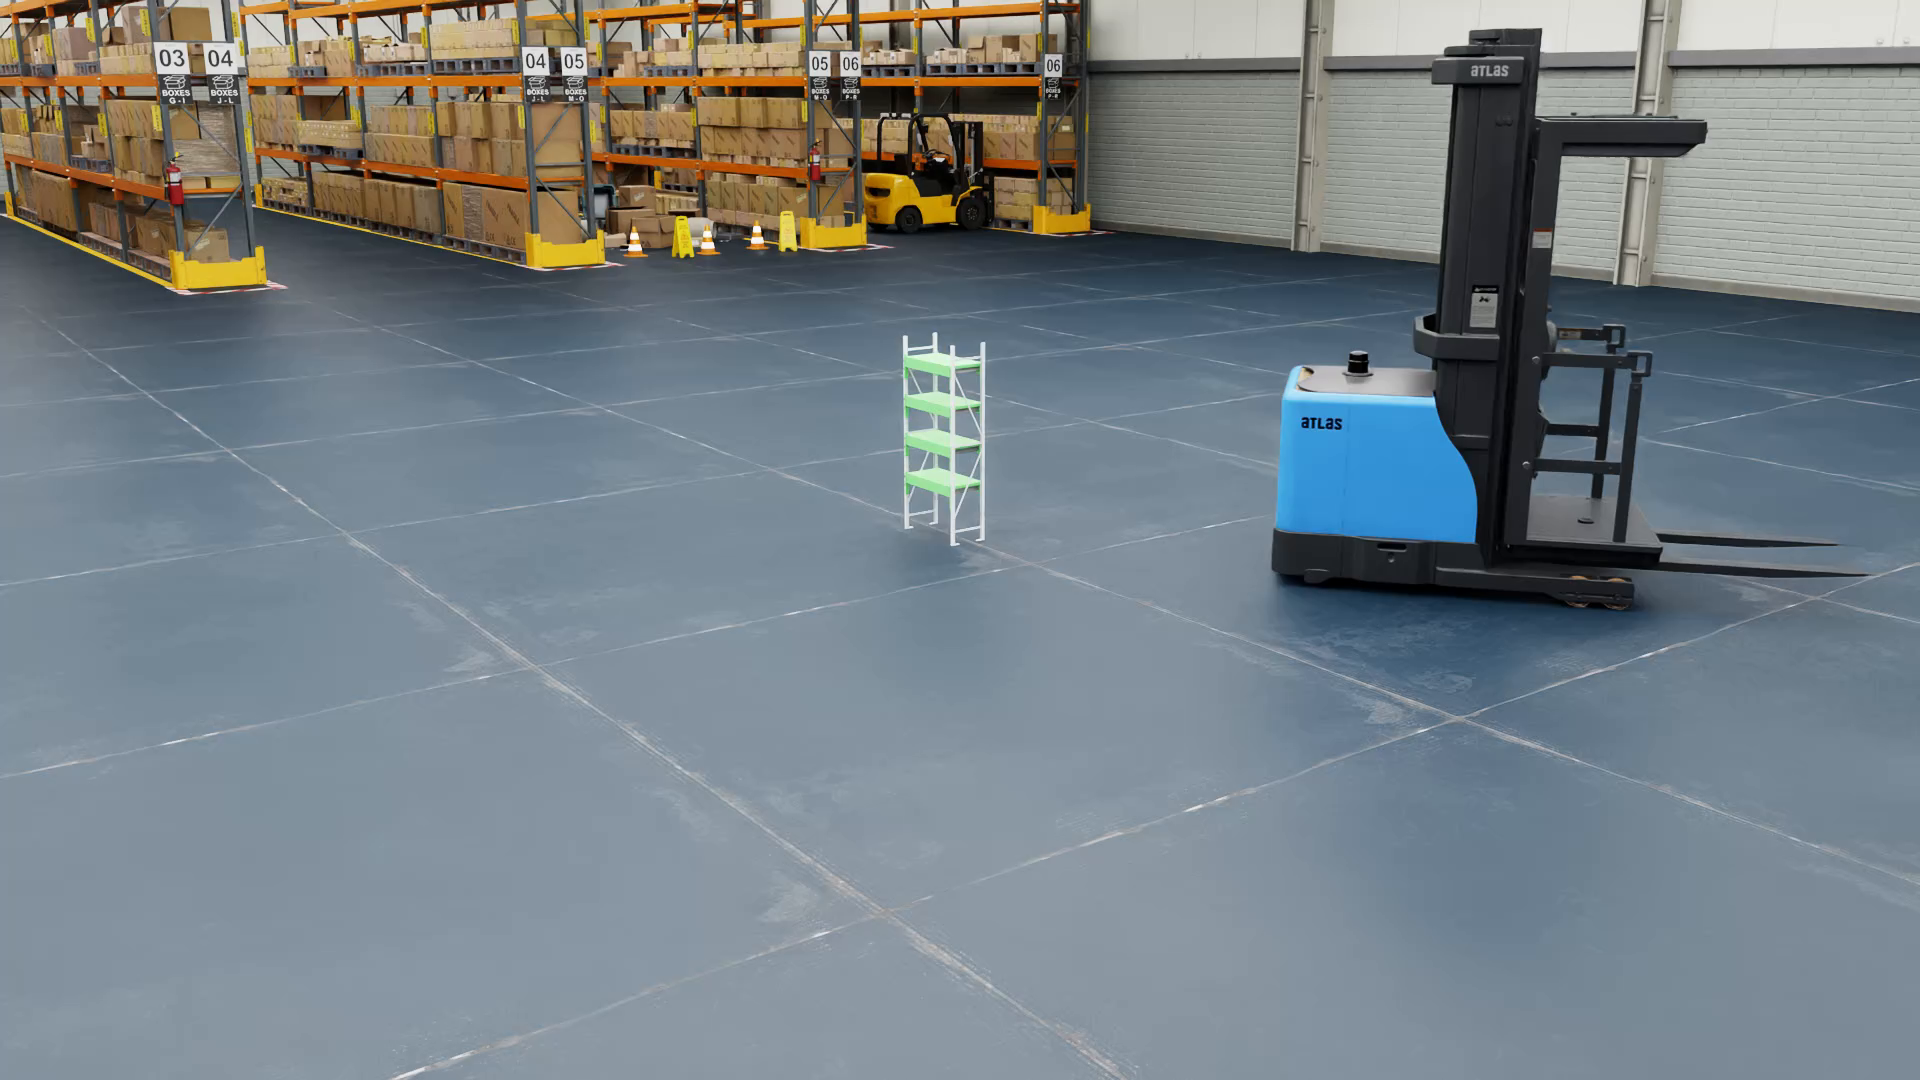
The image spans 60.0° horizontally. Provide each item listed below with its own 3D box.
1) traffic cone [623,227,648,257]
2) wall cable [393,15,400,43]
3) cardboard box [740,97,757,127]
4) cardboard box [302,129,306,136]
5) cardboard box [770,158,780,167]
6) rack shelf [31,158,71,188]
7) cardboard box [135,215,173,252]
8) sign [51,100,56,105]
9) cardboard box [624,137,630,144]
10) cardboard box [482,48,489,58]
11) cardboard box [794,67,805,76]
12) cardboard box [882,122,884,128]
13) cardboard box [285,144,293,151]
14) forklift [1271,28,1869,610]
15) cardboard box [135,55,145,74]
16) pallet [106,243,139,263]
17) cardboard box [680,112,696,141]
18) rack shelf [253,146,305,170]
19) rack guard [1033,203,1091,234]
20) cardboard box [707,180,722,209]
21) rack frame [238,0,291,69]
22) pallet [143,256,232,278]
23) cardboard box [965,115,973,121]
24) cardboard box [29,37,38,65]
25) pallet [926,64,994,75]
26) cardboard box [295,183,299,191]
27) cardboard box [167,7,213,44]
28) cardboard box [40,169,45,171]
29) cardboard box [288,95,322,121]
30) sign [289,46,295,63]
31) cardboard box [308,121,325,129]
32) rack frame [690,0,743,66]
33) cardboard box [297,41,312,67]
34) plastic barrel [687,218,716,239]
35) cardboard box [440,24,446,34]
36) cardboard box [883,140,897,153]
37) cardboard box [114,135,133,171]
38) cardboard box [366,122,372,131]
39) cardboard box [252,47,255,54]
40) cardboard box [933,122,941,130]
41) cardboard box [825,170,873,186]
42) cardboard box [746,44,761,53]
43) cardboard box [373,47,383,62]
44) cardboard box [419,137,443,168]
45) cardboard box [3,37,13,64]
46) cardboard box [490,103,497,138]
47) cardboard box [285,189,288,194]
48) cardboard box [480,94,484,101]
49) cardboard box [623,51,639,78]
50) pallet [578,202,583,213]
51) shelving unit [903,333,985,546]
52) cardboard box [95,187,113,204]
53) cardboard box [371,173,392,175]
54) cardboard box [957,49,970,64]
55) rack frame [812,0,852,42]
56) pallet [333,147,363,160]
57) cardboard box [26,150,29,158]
[{"bbox_3d":[-5.222,-4.793,26.713,0.336,0.463,0.334,-11,19,-35],"label":"traffic cone"},{"bbox_3d":[-15.094,-13.954,44.013,0.463,3.000,0.029,-11,19,-35],"label":"wall cable"},{"bbox_3d":[-3.446,-7.552,29.341,0.700,0.500,0.500,-11,19,-35],"label":"cardboard box"},{"bbox_3d":[-13.100,-8.260,33.689,0.380,0.149,0.250,-11,19,-36],"label":"cardboard box"},{"bbox_3d":[-3.055,-6.544,28.778,0.380,0.149,0.250,-10,18,-34],"label":"cardboard box"},{"bbox_3d":[-16.010,-6.723,30.321,1.077,0.370,4.000,-11,19,-35],"label":"rack shelf"},{"bbox_3d":[-12.279,-4.694,25.484,0.500,0.500,0.500,-12,19,-36],"label":"cardboard box"},{"bbox_3d":[-19.090,-9.105,35.020,0.100,0.325,0.005,-11,19,-35],"label":"sign"},{"bbox_3d":[-6.514,-8.033,33.425,0.380,0.149,0.250,-12,20,-38],"label":"cardboard box"},{"bbox_3d":[-7.127,-7.495,25.588,0.380,0.149,0.250,-11,19,-35],"label":"cardboard box"},{"bbox_3d":[-2.550,-7.831,27.801,0.380,0.149,0.250,-11,19,-34],"label":"cardboard box"},{"bbox_3d":[-1.466,-8.712,34.806,0.380,0.149,0.250,-11,19,-36],"label":"cardboard box"},{"bbox_3d":[-14.135,-8.366,35.435,0.380,0.149,0.250,-12,19,-37],"label":"cardboard box"},{"bbox_3d":[3.299,-1.200,8.909,3.031,2.935,1.130,4,16,13],"label":"forklift"},{"bbox_3d":[-10.915,-6.479,22.668,0.500,0.250,0.500,-11,19,-34],"label":"cardboard box"},{"bbox_3d":[-12.941,-4.610,26.519,1.003,0.211,1.213,-11,19,-35],"label":"pallet"},{"bbox_3d":[-4.923,-7.784,31.287,0.500,0.500,0.500,-11,19,-36],"label":"cardboard box"},{"bbox_3d":[-14.290,-8.326,36.176,1.077,0.370,4.000,-11,19,-35],"label":"rack shelf"},{"bbox_3d":[1.913,-6.033,31.173,1.175,0.500,0.348,-11,19,-35],"label":"rack guard"},{"bbox_3d":[-4.337,-6.397,30.760,0.500,0.500,0.500,-10,18,-32],"label":"cardboard box"},{"bbox_3d":[-15.466,-11.993,36.849,1.000,3.000,0.127,-11,19,-35],"label":"rack frame"},{"bbox_3d":[-11.337,-4.045,24.456,1.003,0.211,1.213,-11,19,-35],"label":"pallet"},{"bbox_3d":[0.316,-8.226,32.468,0.380,0.149,0.250,-11,19,-35],"label":"cardboard box"},{"bbox_3d":[-16.836,-9.072,30.875,0.700,0.500,0.500,-10,18,-33],"label":"cardboard box"},{"bbox_3d":[0.070,-9.324,32.948,1.003,0.211,1.213,-11,19,-35],"label":"pallet"},{"bbox_3d":[-13.868,-7.496,35.260,0.380,0.149,0.250,-11,19,-35],"label":"cardboard box"},{"bbox_3d":[-10.784,-7.173,23.221,0.500,0.500,0.500,-11,19,-35],"label":"cardboard box"},{"bbox_3d":[-17.509,-6.828,32.572,0.875,0.875,0.875,-11,19,-35],"label":"cardboard box"},{"bbox_3d":[-13.609,-8.978,34.549,0.500,0.500,0.500,-12,19,-36],"label":"cardboard box"},{"bbox_3d":[-13.548,-9.856,33.742,0.100,0.325,0.005,-11,19,-35],"label":"sign"},{"bbox_3d":[-12.792,-8.291,33.240,0.380,0.149,0.250,-11,19,-35],"label":"cardboard box"},{"bbox_3d":[-4.466,-10.221,30.373,1.000,3.000,0.127,-11,19,-35],"label":"rack frame"},{"bbox_3d":[-12.980,-9.845,33.698,0.700,0.500,0.500,-11,19,-34],"label":"cardboard box"},{"bbox_3d":[-4.553,-5.436,29.137,0.512,0.421,0.421,1,15,4],"label":"plastic barrel"},{"bbox_3d":[-8.172,-8.259,26.869,0.380,0.149,0.250,-11,19,-35],"label":"cardboard box"},{"bbox_3d":[-1.261,-8.200,34.636,0.500,0.250,0.500,-11,19,-35],"label":"cardboard box"},{"bbox_3d":[-12.002,-5.763,24.696,0.875,0.500,0.500,-11,19,-35],"label":"cardboard box"},{"bbox_3d":[-11.333,-8.055,32.378,0.380,0.149,0.250,-12,19,-37],"label":"cardboard box"},{"bbox_3d":[-15.224,-10.676,36.302,0.380,0.149,0.250,-11,19,-35],"label":"cardboard box"},{"bbox_3d":[-0.325,-8.295,33.285,0.380,0.149,0.250,-10,18,-33],"label":"cardboard box"},{"bbox_3d":[-2.449,-7.874,36.867,0.875,0.625,0.625,-10,18,-33],"label":"cardboard box"},{"bbox_3d":[-3.480,-8.532,28.850,0.380,0.149,0.250,-10,18,-33],"label":"cardboard box"},{"bbox_3d":[-10.220,-8.721,29.874,0.500,0.250,0.500,-10,18,-33],"label":"cardboard box"},{"bbox_3d":[-8.933,-6.655,28.521,0.500,0.500,0.500,-11,19,-35],"label":"cardboard box"},{"bbox_3d":[-18.612,-9.753,33.171,0.700,0.500,0.500,-12,20,-38],"label":"cardboard box"},{"bbox_3d":[-6.863,-6.605,26.198,0.875,0.550,0.550,-11,19,-35],"label":"cardboard box"},{"bbox_3d":[-14.546,-7.648,36.379,0.380,0.149,0.250,-10,18,-32],"label":"cardboard box"},{"bbox_3d":[-11.095,-10.442,39.235,0.380,0.149,0.250,-12,19,-36],"label":"cardboard box"},{"bbox_3d":[-6.268,-9.472,33.131,0.700,0.500,0.500,-11,19,-35],"label":"cardboard box"},{"bbox_3d":[-7.933,-7.277,36.263,1.003,0.211,1.213,-11,19,-35],"label":"pallet"},{"bbox_3d":[-0.097,-0.614,10.047,0.258,1.200,0.503,-11,19,-35],"label":"shelving unit"},{"bbox_3d":[-14.415,-5.873,28.333,0.500,0.250,0.500,-10,18,-32],"label":"cardboard box"},{"bbox_3d":[-11.551,-7.151,33.039,0.500,0.250,0.500,-11,19,-34],"label":"cardboard box"},{"bbox_3d":[0.174,-9.367,32.206,0.396,0.266,0.258,-11,19,-36],"label":"cardboard box"},{"bbox_3d":[-2.805,-11.846,36.311,1.000,3.000,0.127,-11,19,-35],"label":"rack frame"},{"bbox_3d":[-11.267,-7.434,31.920,1.213,0.211,1.003,-11,19,-35],"label":"pallet"},{"bbox_3d":[-17.782,-7.445,32.073,0.380,0.149,0.250,-10,18,-33],"label":"cardboard box"}]
